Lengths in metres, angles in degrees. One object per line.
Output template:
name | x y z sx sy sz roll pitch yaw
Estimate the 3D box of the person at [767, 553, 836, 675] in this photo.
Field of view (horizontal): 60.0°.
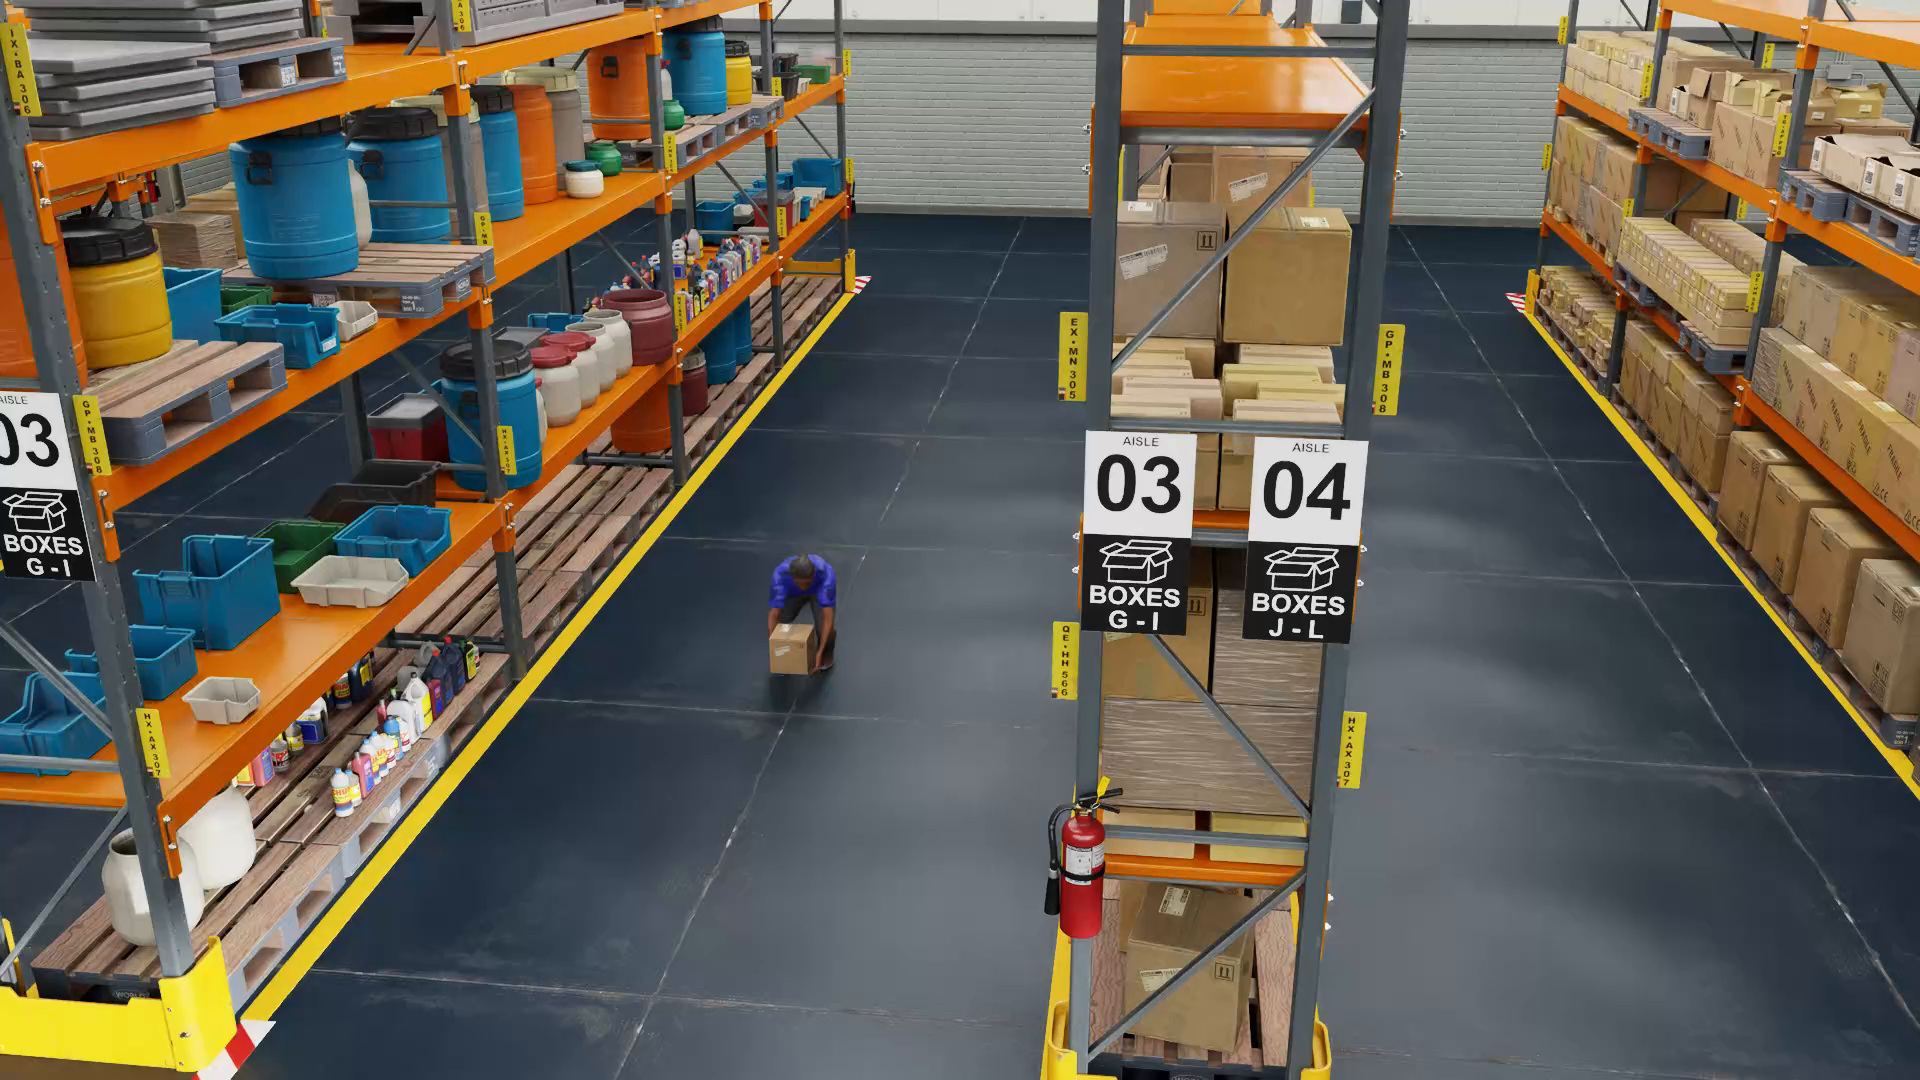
person | -1.057 0.458 11.305 0.486 0.946 0.820 2 21 6
